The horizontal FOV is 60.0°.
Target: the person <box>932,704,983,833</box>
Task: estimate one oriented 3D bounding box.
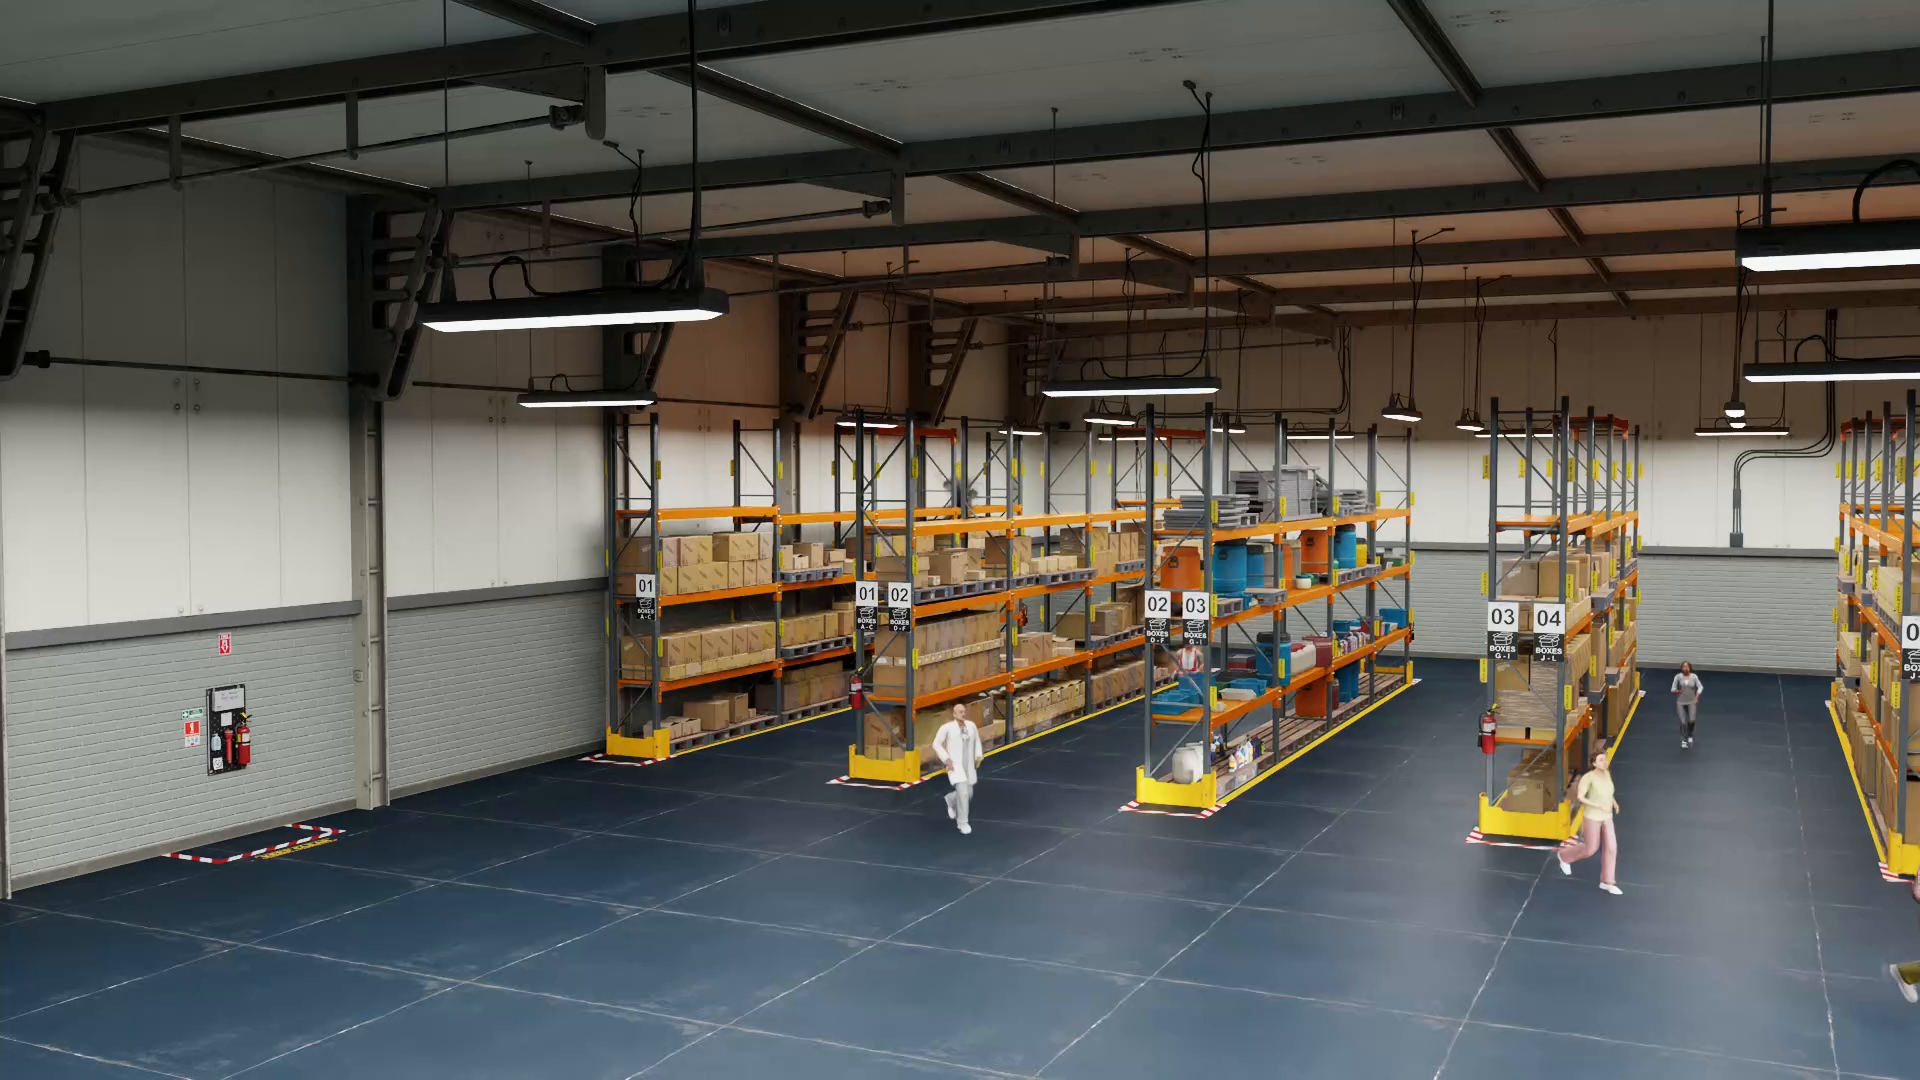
[{"bbox_3d":[-0.035,3.160,23.230,0.731,1.755,0.816,-1,3,-32],"label":"person"}]

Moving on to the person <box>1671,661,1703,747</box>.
[{"bbox_3d":[13.024,2.950,29.806,0.520,1.560,0.570,1,3,23],"label":"person"}]

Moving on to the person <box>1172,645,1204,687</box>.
[{"bbox_3d":[4.531,2.747,33.008,0.647,1.738,0.601,0,2,12],"label":"person"}]

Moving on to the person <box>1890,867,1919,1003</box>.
[{"bbox_3d":[8.930,3.490,15.143,0.723,1.736,0.778,-2,3,-38],"label":"person"}]

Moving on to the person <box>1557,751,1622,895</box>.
[{"bbox_3d":[7.605,3.342,19.934,0.587,1.668,0.887,-1,3,-24],"label":"person"}]
